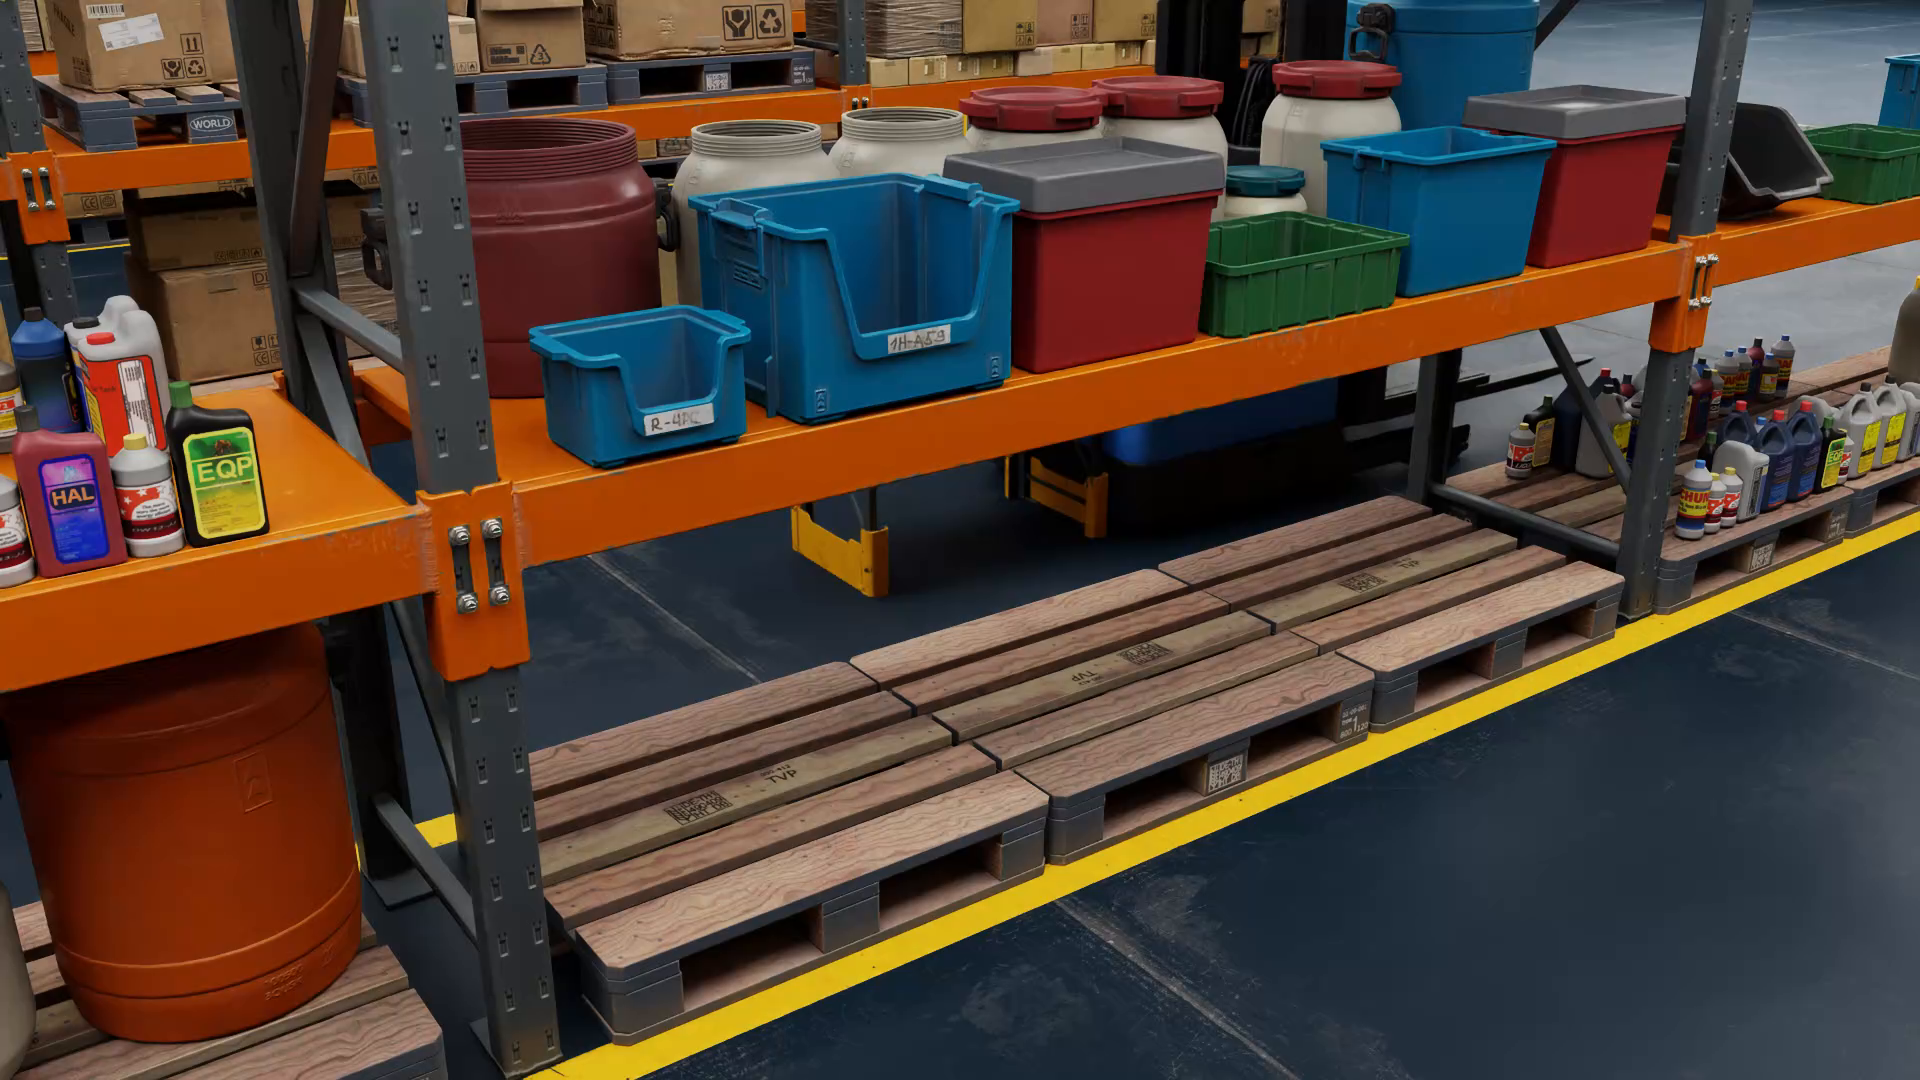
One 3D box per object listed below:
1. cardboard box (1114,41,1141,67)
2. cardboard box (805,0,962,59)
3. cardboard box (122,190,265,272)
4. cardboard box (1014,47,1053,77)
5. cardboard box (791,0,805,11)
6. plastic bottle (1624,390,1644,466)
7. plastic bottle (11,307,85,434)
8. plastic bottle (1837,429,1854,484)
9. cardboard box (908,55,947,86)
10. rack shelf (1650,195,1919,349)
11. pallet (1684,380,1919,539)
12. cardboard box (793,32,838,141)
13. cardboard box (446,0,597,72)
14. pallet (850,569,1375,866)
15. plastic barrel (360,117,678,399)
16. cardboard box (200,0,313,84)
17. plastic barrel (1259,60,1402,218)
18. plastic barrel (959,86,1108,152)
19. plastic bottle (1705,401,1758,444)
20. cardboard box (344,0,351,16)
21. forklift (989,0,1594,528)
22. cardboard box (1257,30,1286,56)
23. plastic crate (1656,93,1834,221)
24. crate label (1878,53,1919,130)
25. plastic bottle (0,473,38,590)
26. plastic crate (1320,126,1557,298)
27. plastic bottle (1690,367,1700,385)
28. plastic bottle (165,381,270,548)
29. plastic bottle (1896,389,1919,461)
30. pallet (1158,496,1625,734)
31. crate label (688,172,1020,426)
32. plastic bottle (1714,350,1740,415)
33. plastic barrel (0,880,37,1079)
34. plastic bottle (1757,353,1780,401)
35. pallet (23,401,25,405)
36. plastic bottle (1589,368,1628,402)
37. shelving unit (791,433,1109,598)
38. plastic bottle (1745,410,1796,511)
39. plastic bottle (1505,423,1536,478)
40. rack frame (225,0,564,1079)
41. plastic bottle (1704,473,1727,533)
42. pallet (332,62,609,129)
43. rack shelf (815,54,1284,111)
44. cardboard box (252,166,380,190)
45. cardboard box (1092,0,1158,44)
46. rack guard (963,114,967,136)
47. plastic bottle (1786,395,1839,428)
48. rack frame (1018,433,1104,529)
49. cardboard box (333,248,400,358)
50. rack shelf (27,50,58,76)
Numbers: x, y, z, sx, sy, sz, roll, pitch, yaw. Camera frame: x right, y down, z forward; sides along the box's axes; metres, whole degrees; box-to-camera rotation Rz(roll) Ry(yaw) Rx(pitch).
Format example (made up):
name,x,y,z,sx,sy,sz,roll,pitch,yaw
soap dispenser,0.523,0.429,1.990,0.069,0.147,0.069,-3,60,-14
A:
name,x,y,z,sx,sy,sz,roll,pitch,yaw
cardboard box,0.894,-2.999,10.204,0.250,0.149,0.380,-15,26,-33
cardboard box,-0.441,-3.027,9.398,0.500,0.500,0.875,-15,26,-33
cardboard box,-3.563,-1.443,7.733,0.500,0.250,0.500,-14,26,-31
cardboard box,0.329,-2.814,9.740,0.250,0.149,0.380,-15,26,-33
cardboard box,-1.647,-4.910,14.451,0.550,0.550,0.875,-15,26,-33
plastic bottle,2.667,-0.441,6.536,0.135,0.276,0.152,-15,26,-33
plastic bottle,-1.847,-0.334,3.361,0.097,0.271,0.097,0,22,0
plastic bottle,3.344,-0.323,6.340,0.097,0.201,0.097,0,22,0
cardboard box,-0.282,-2.653,9.336,0.250,0.149,0.380,-15,26,-33
rack shelf,3.673,-1.372,6.758,4.000,0.370,1.077,-15,26,-33
pallet,3.611,-0.377,7.055,1.213,0.211,1.003,-15,26,-33
cardboard box,-1.635,-3.994,14.658,0.875,0.875,0.875,-15,26,-34
cardboard box,-2.196,-2.603,8.167,0.637,0.503,0.797,-12,25,-27
pallet,0.444,0.469,4.936,1.213,0.211,1.003,-15,26,-33
plastic barrel,-0.997,-0.662,3.825,0.708,0.536,0.600,-15,26,-33
cardboard box,-3.280,-2.419,7.709,0.500,0.500,0.700,-11,24,-25
plastic barrel,1.145,-1.195,5.161,0.433,0.535,0.433,0,22,0
plastic barrel,0.198,-0.943,4.529,0.433,0.535,0.433,0,22,0
plastic bottle,2.863,-0.341,6.183,0.185,0.351,0.144,-15,26,-33
cardboard box,-4.745,-3.912,12.017,0.500,0.500,0.500,-15,26,-32
forklift,1.615,-1.815,6.990,3.031,2.935,1.130,-14,26,-32
cardboard box,1.917,-3.265,10.871,0.250,0.149,0.380,-15,26,-33
plastic crate,2.549,-1.320,5.740,0.504,0.338,0.767,-15,26,-33
crate label,3.961,-1.676,6.501,0.616,0.435,0.502,-15,26,-33
plastic bottle,-1.568,-0.030,2.692,0.097,0.201,0.097,0,22,0
plastic crate,1.336,-0.934,4.710,0.575,0.384,0.392,-15,26,-33
plastic bottle,2.957,-0.584,6.894,0.135,0.276,0.152,-14,26,-32
plastic bottle,-1.276,-0.137,2.851,0.133,0.283,0.061,-15,26,-33
plastic bottle,3.729,-0.473,6.615,0.135,0.276,0.152,-16,27,-34
pallet,1.435,0.203,5.602,1.213,0.211,1.003,-15,26,-33
crate label,-0.233,-0.558,3.699,0.616,0.435,0.502,-15,26,-33
plastic bottle,3.284,-0.682,7.145,0.097,0.271,0.097,0,22,0
plastic barrel,-1.990,0.813,3.102,0.421,0.512,0.421,0,22,0
plastic bottle,3.559,-0.723,7.342,0.097,0.201,0.097,0,22,0
pallet,-4.774,-0.454,7.250,1.213,0.211,1.003,-15,26,-33
plastic bottle,2.560,-0.515,6.620,0.185,0.351,0.144,-16,27,-35
shelving unit,-0.034,-0.690,6.102,1.083,1.500,0.587,-14,26,-32
plastic bottle,2.948,-0.297,6.074,0.185,0.351,0.144,-14,26,-31
plastic bottle,2.162,-0.350,6.409,0.097,0.201,0.097,0,22,0
rack frame,-1.197,-0.408,3.370,0.127,3.000,1.000,-15,26,-33
plastic bottle,2.647,-0.137,5.875,0.097,0.201,0.097,0,22,0
pallet,-2.507,-2.249,8.245,1.213,0.211,1.003,-15,26,-33
rack shelf,0.781,-2.862,10.492,4.000,0.370,1.077,-15,26,-33
cardboard box,-4.894,-3.059,12.483,0.750,0.750,1.050,-15,26,-33
cardboard box,0.762,-3.359,10.230,0.500,0.500,0.875,-15,26,-33
rack guard,-0.391,-3.987,15.715,0.348,0.500,1.175,-15,26,-33
plastic bottle,3.339,-0.434,6.519,0.135,0.276,0.152,-15,26,-33
rack frame,0.392,-0.799,6.374,0.032,1.500,0.500,-14,26,-32
cardboard box,-3.115,-1.216,8.175,0.500,0.500,0.700,-18,28,-37
rack shelf,-5.281,-3.510,12.117,4.000,0.370,1.077,-15,26,-33
